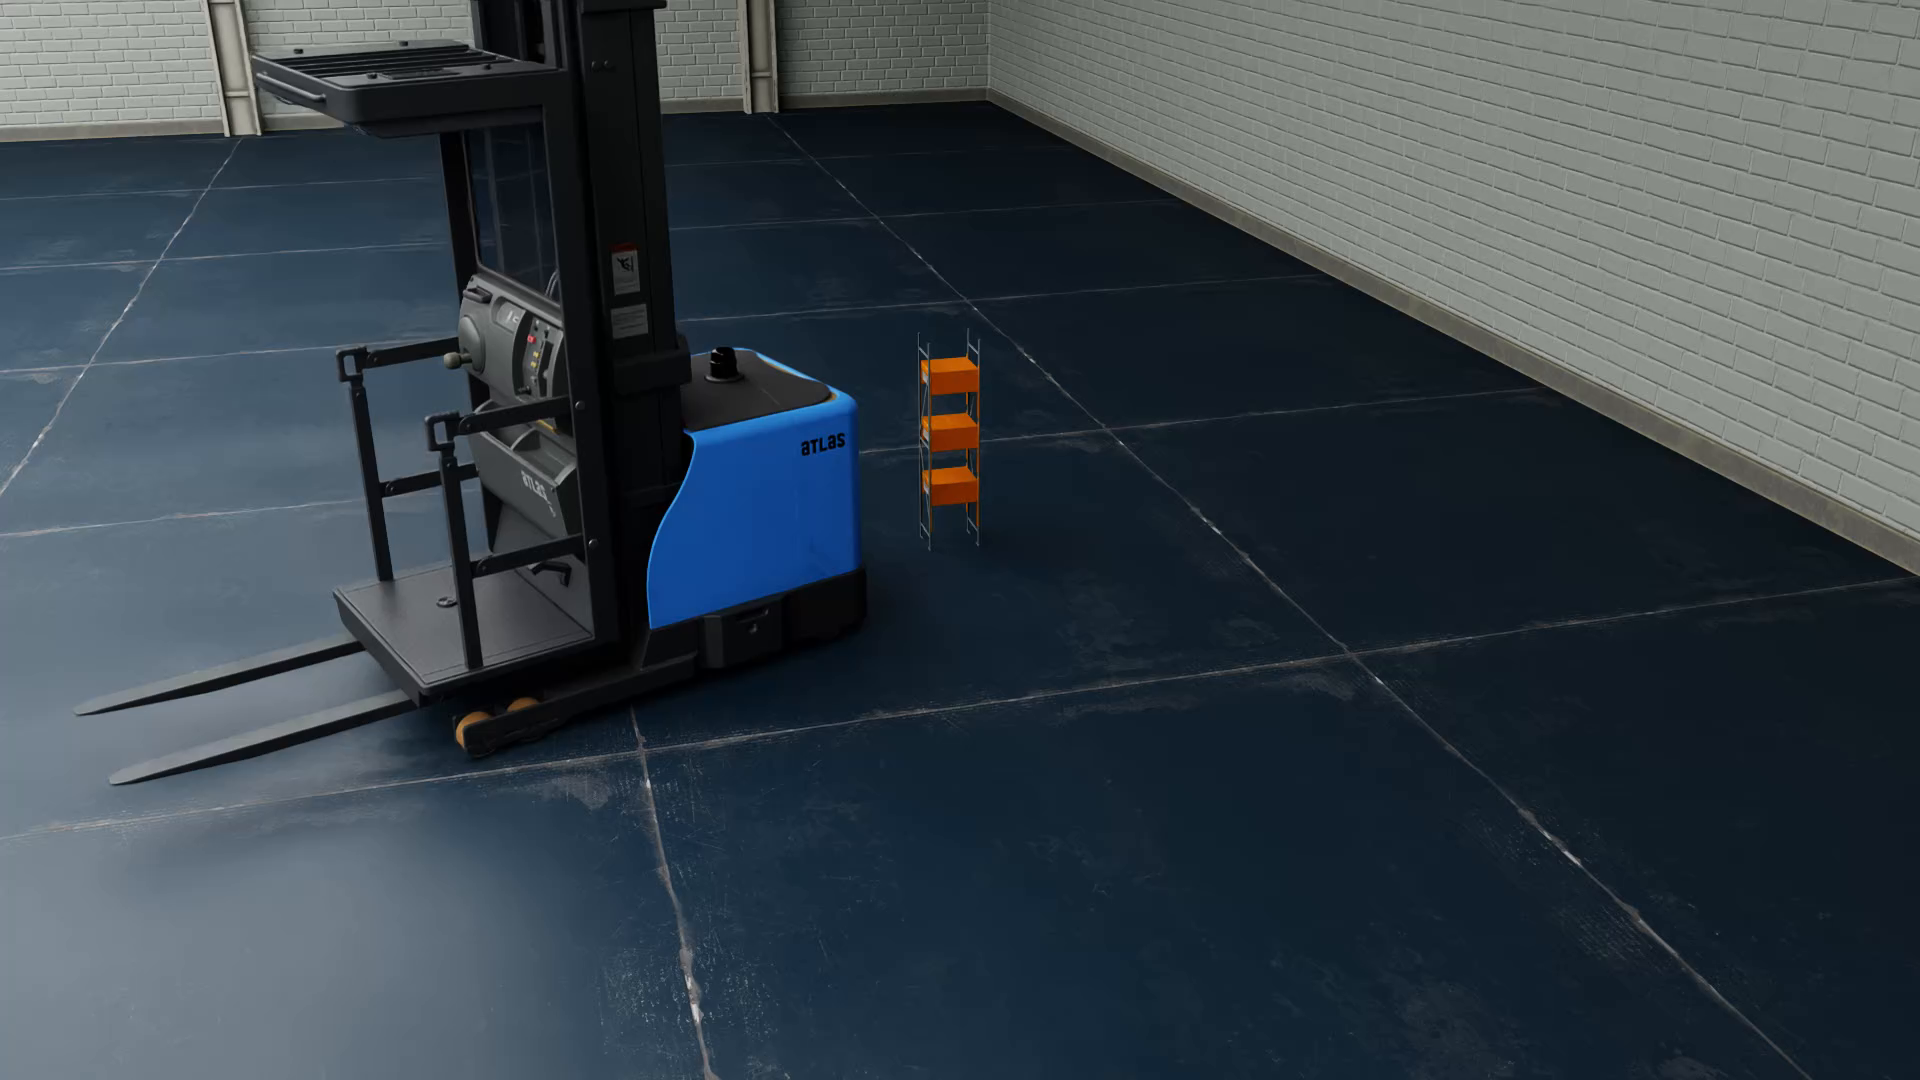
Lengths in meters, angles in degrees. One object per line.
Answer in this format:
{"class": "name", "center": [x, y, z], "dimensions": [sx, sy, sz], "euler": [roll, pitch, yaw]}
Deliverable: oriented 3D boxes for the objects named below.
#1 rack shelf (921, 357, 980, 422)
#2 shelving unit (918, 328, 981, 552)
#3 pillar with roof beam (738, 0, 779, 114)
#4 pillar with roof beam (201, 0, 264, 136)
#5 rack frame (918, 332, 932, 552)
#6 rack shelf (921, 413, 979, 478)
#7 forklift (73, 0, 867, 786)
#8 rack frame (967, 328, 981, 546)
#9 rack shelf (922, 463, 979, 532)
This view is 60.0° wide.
{"class": "rack shelf", "center": [-0.052, -0.728, 7.922], "dimensions": [0.240, 0.259, 0.215], "euler": [-6, 24, -14]}
{"class": "shelving unit", "center": [-0.052, -0.477, 8.030], "dimensions": [0.252, 1.050, 0.215], "euler": [-6, 24, -14]}
{"class": "pillar with roof beam", "center": [-1.307, -7.828, 15.081], "dimensions": [0.400, 9.000, 9.100], "euler": [-6, 24, -14]}
{"class": "pillar with roof beam", "center": [-7.084, -7.189, 13.592], "dimensions": [0.400, 9.000, 9.100], "euler": [-6, 24, -14]}
{"class": "rack frame", "center": [-0.169, -0.464, 7.999], "dimensions": [0.008, 1.050, 0.200], "euler": [-6, 24, -14]}
{"class": "rack shelf", "center": [-0.052, -0.467, 8.034], "dimensions": [0.240, 0.259, 0.215], "euler": [-6, 24, -14]}
{"class": "forklift", "center": [-1.898, -0.759, 6.302], "dimensions": [3.031, 2.935, 1.130], "euler": [-16, 28, -33]}
{"class": "rack frame", "center": [0.066, -0.490, 8.060], "dimensions": [0.008, 1.050, 0.200], "euler": [-6, 24, -14]}
{"class": "rack shelf", "center": [-0.052, -0.212, 8.143], "dimensions": [0.240, 0.259, 0.215], "euler": [-6, 24, -14]}
